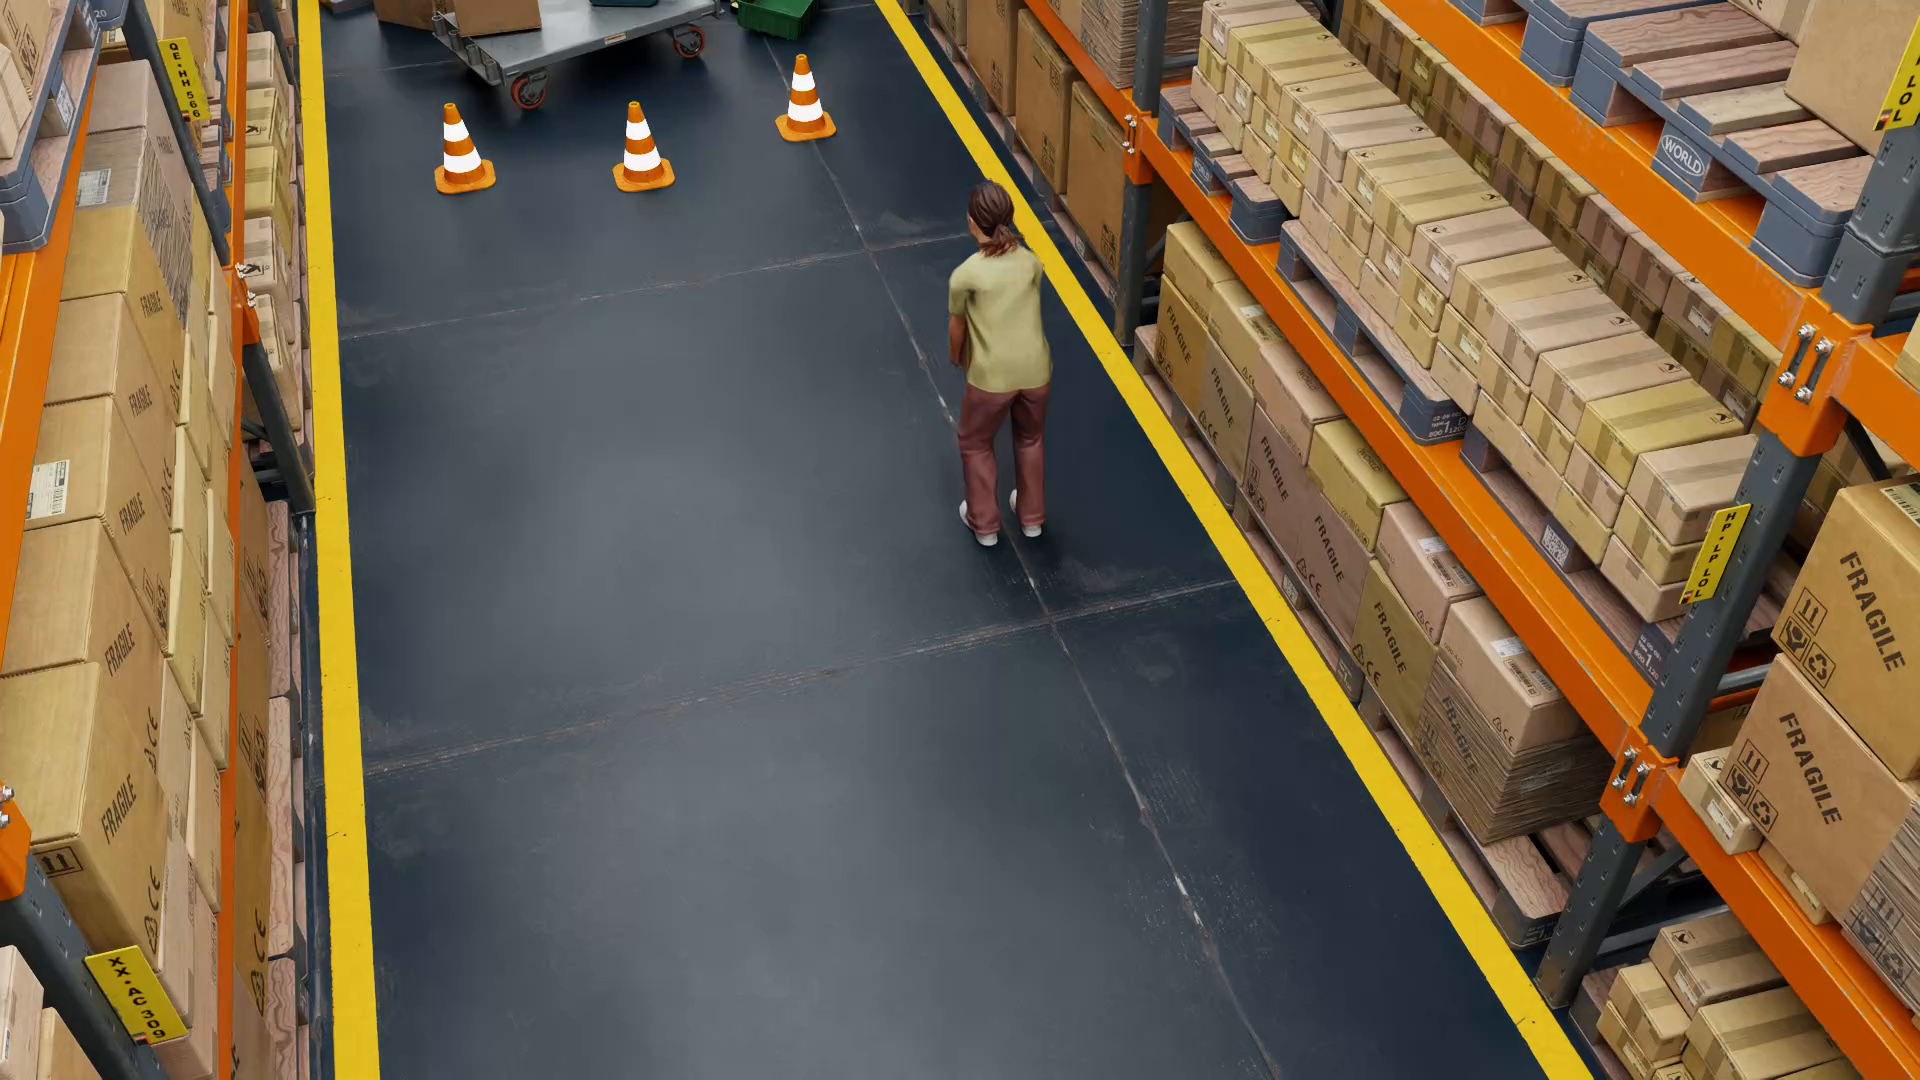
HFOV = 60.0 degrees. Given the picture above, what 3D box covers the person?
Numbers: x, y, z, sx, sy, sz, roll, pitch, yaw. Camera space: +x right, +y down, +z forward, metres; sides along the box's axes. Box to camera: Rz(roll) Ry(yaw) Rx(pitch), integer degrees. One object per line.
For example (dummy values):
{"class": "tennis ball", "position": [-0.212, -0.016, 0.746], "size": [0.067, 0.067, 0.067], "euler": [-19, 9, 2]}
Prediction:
{"class": "person", "position": [0.157, -0.716, 7.008], "size": [0.404, 1.597, 0.538], "euler": [-13, 44, -14]}
